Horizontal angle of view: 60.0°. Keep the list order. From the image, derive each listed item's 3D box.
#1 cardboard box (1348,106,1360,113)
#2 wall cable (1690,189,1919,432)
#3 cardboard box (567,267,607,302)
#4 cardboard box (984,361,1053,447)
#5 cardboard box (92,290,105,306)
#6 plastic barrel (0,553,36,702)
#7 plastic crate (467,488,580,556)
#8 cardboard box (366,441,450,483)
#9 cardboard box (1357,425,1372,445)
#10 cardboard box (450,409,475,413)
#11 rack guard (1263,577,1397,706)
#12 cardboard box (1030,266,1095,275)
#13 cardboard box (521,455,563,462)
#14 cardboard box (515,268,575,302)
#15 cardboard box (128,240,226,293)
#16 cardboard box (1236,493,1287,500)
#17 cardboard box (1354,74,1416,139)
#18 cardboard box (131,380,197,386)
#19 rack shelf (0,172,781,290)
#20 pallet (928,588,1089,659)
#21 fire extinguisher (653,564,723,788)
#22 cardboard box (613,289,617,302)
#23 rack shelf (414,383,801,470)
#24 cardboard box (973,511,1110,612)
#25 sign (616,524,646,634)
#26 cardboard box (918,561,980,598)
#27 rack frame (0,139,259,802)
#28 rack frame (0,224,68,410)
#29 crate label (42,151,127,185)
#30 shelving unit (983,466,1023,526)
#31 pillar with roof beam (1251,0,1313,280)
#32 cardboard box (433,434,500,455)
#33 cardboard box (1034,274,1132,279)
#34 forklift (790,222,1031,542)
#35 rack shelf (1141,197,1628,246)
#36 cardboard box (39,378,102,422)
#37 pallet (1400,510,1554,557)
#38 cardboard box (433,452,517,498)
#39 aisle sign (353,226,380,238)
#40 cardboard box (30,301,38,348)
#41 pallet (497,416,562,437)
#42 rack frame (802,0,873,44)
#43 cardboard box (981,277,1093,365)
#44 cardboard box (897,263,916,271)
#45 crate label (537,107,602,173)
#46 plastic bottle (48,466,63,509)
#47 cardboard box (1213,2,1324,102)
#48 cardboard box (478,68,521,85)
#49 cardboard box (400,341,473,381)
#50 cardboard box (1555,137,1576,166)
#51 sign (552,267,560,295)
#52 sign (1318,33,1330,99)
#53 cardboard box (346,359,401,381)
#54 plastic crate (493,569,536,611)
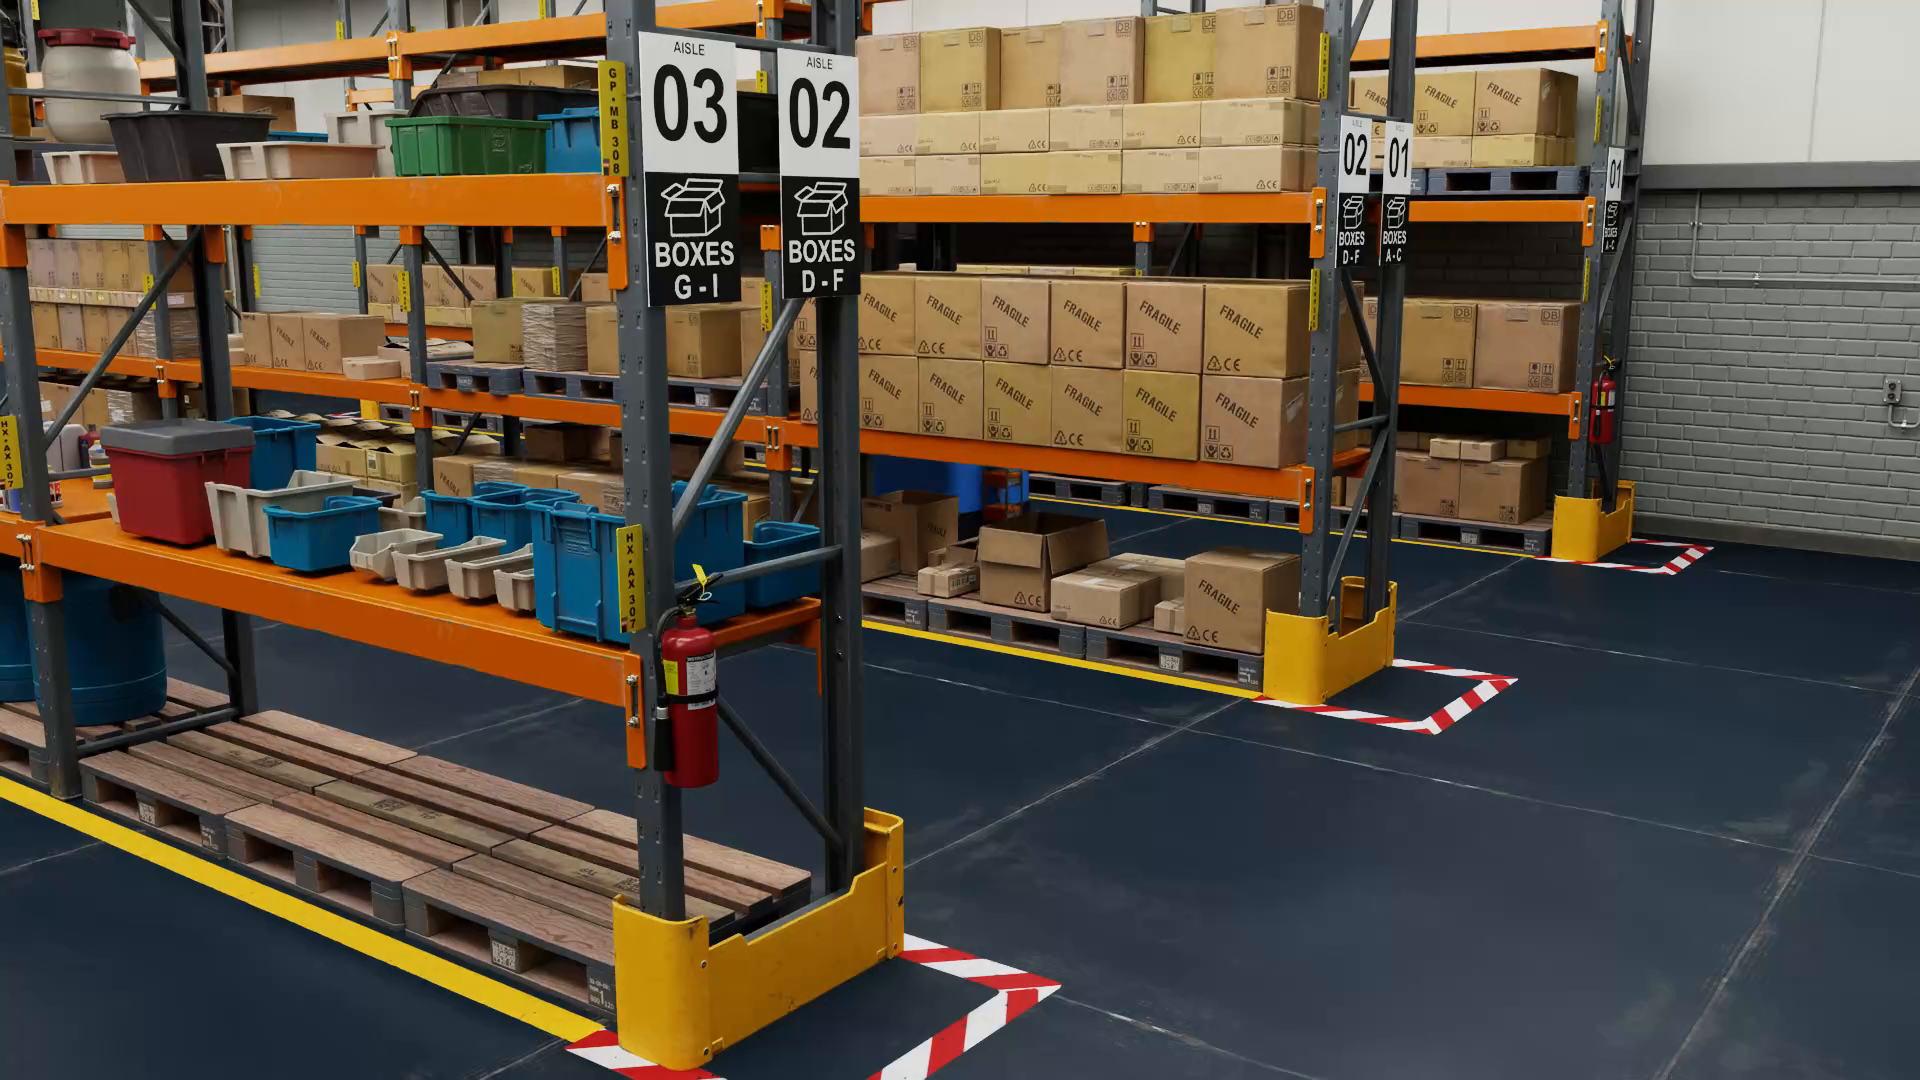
[{"bbox_3d":[1.982,-2.387,9.651,0.500,0.250,0.500,8,13,36],"label":"cardboard box"},{"bbox_3d":[6.763,-1.903,13.295,1.851,1.984,0.084,8,13,36],"label":"wall cable"},{"bbox_3d":[-4.756,-3.142,20.740,0.500,0.500,0.500,8,13,34],"label":"cardboard box"},{"bbox_3d":[0.495,-0.874,10.386,0.500,0.500,0.500,8,13,35],"label":"cardboard box"},{"bbox_3d":[-8.595,-2.474,16.948,0.250,0.149,0.380,8,13,35],"label":"cardboard box"},{"bbox_3d":[-4.916,0.344,8.772,0.708,0.901,0.600,8,13,36],"label":"plastic barrel"},{"bbox_3d":[-1.758,-0.060,6.726,0.300,0.233,0.416,8,13,36],"label":"plastic crate"},{"bbox_3d":[-4.774,-0.697,14.391,0.500,0.311,0.500,8,14,37],"label":"cardboard box"},{"bbox_3d":[3.540,-0.952,14.819,0.250,0.149,0.380,8,13,35],"label":"cardboard box"},{"bbox_3d":[-6.199,-1.945,21.610,0.500,0.500,0.700,7,13,32],"label":"cardboard box"},{"bbox_3d":[2.181,0.574,9.746,0.348,0.500,1.175,8,13,36],"label":"rack guard"},{"bbox_3d":[1.013,-2.499,15.974,0.500,0.250,0.500,8,14,37],"label":"cardboard box"},{"bbox_3d":[-3.313,-0.464,13.952,0.500,0.500,0.500,9,14,38],"label":"cardboard box"},{"bbox_3d":[-5.065,-3.063,20.332,0.500,0.500,0.500,8,13,35],"label":"cardboard box"},{"bbox_3d":[-7.791,-2.729,16.558,0.500,0.500,0.700,8,14,36],"label":"cardboard box"},{"bbox_3d":[2.892,-0.675,15.099,0.500,0.500,0.700,8,13,35],"label":"cardboard box"},{"bbox_3d":[3.597,-3.582,13.801,0.500,0.500,0.500,7,13,33],"label":"cardboard box"},{"bbox_3d":[-8.425,-1.431,17.687,0.500,0.500,0.500,8,13,36],"label":"cardboard box"},{"bbox_3d":[-2.305,-1.231,6.493,4.000,0.370,1.077,8,13,36],"label":"rack shelf"},{"bbox_3d":[0.558,0.489,10.946,1.213,0.211,1.003,8,13,36],"label":"pallet"},{"bbox_3d":[-0.840,0.421,5.143,0.183,0.674,0.296,8,13,36],"label":"fire extinguisher"},{"bbox_3d":[-3.665,-2.891,19.656,0.500,0.500,0.700,10,15,41],"label":"cardboard box"},{"bbox_3d":[-2.594,-0.966,13.020,4.000,0.370,1.077,8,13,36],"label":"rack shelf"},{"bbox_3d":[0.535,0.126,10.897,0.637,0.503,0.797,8,13,36],"label":"cardboard box"},{"bbox_3d":[-1.006,0.119,5.087,0.005,0.325,0.100,8,13,36],"label":"sign"},{"bbox_3d":[-0.069,0.257,11.107,0.250,0.166,0.380,8,13,36],"label":"cardboard box"},{"bbox_3d":[-3.917,-0.336,7.872,0.127,3.000,1.000,8,13,36],"label":"rack frame"},{"bbox_3d":[-10.654,-2.443,18.763,0.127,3.000,1.000,8,13,36],"label":"rack frame"},{"bbox_3d":[-3.694,-1.580,7.099,0.466,0.136,0.293,8,13,36],"label":"crate label"},{"bbox_3d":[0.352,-0.454,13.614,0.252,1.050,0.215,10,15,41],"label":"shelving unit"},{"bbox_3d":[0.475,-4.193,12.013,0.400,9.000,9.100,8,13,36],"label":"pillar with roof beam"},{"bbox_3d":[-4.454,-0.779,14.818,0.500,0.311,0.500,9,14,37],"label":"cardboard box"},{"bbox_3d":[0.804,-1.446,10.714,0.500,0.500,0.500,8,13,35],"label":"cardboard box"},{"bbox_3d":[-0.827,-1.596,14.563,3.031,2.935,1.130,10,15,41],"label":"forklift"},{"bbox_3d":[3.559,-2.748,14.332,4.000,0.370,1.077,8,13,36],"label":"rack shelf"},{"bbox_3d":[-9.539,-1.463,17.856,0.500,0.500,0.500,8,13,36],"label":"cardboard box"},{"bbox_3d":[4.480,-0.112,14.054,1.213,0.211,1.003,8,13,36],"label":"pallet"},{"bbox_3d":[-4.008,-0.438,13.819,0.500,0.500,0.500,9,14,38],"label":"cardboard box"},{"bbox_3d":[-7.961,-4.441,22.242,0.004,0.787,0.394,8,13,36],"label":"aisle sign"},{"bbox_3d":[-9.859,-2.380,18.170,0.500,0.500,0.700,8,14,37],"label":"cardboard box"},{"bbox_3d":[-5.063,-1.454,20.988,1.213,0.211,1.003,8,13,36],"label":"pallet"},{"bbox_3d":[-1.277,-5.248,17.466,0.127,3.000,1.000,8,13,36],"label":"rack frame"},{"bbox_3d":[0.478,-1.365,10.290,0.500,0.500,0.500,8,14,37],"label":"cardboard box"},{"bbox_3d":[-0.630,-2.725,17.145,0.500,0.250,0.500,8,13,35],"label":"cardboard box"},{"bbox_3d":[-1.245,-1.440,6.068,0.502,0.251,0.408,8,13,36],"label":"crate label"},{"bbox_3d":[-4.367,-0.255,7.973,0.097,0.201,0.097,0,11,0],"label":"plastic bottle"},{"bbox_3d":[1.818,-2.713,9.361,0.500,0.500,0.700,8,13,36],"label":"cardboard box"},{"bbox_3d":[-3.447,-3.449,13.169,0.500,0.500,0.500,8,13,36],"label":"cardboard box"},{"bbox_3d":[-4.473,-1.548,14.368,0.500,0.311,0.500,9,14,39],"label":"cardboard box"},{"bbox_3d":[4.728,-3.177,13.685,0.500,0.250,0.500,9,14,38],"label":"cardboard box"},{"bbox_3d":[-4.816,-3.094,19.844,0.005,0.325,0.100,8,13,36],"label":"sign"},{"bbox_3d":[1.897,-2.469,8.668,0.005,0.325,0.100,8,13,36],"label":"sign"},{"bbox_3d":[-5.095,-1.480,14.442,0.250,0.149,0.380,8,13,36],"label":"cardboard box"},{"bbox_3d":[-1.457,0.149,5.897,0.243,0.136,0.396,8,13,36],"label":"plastic crate"}]
